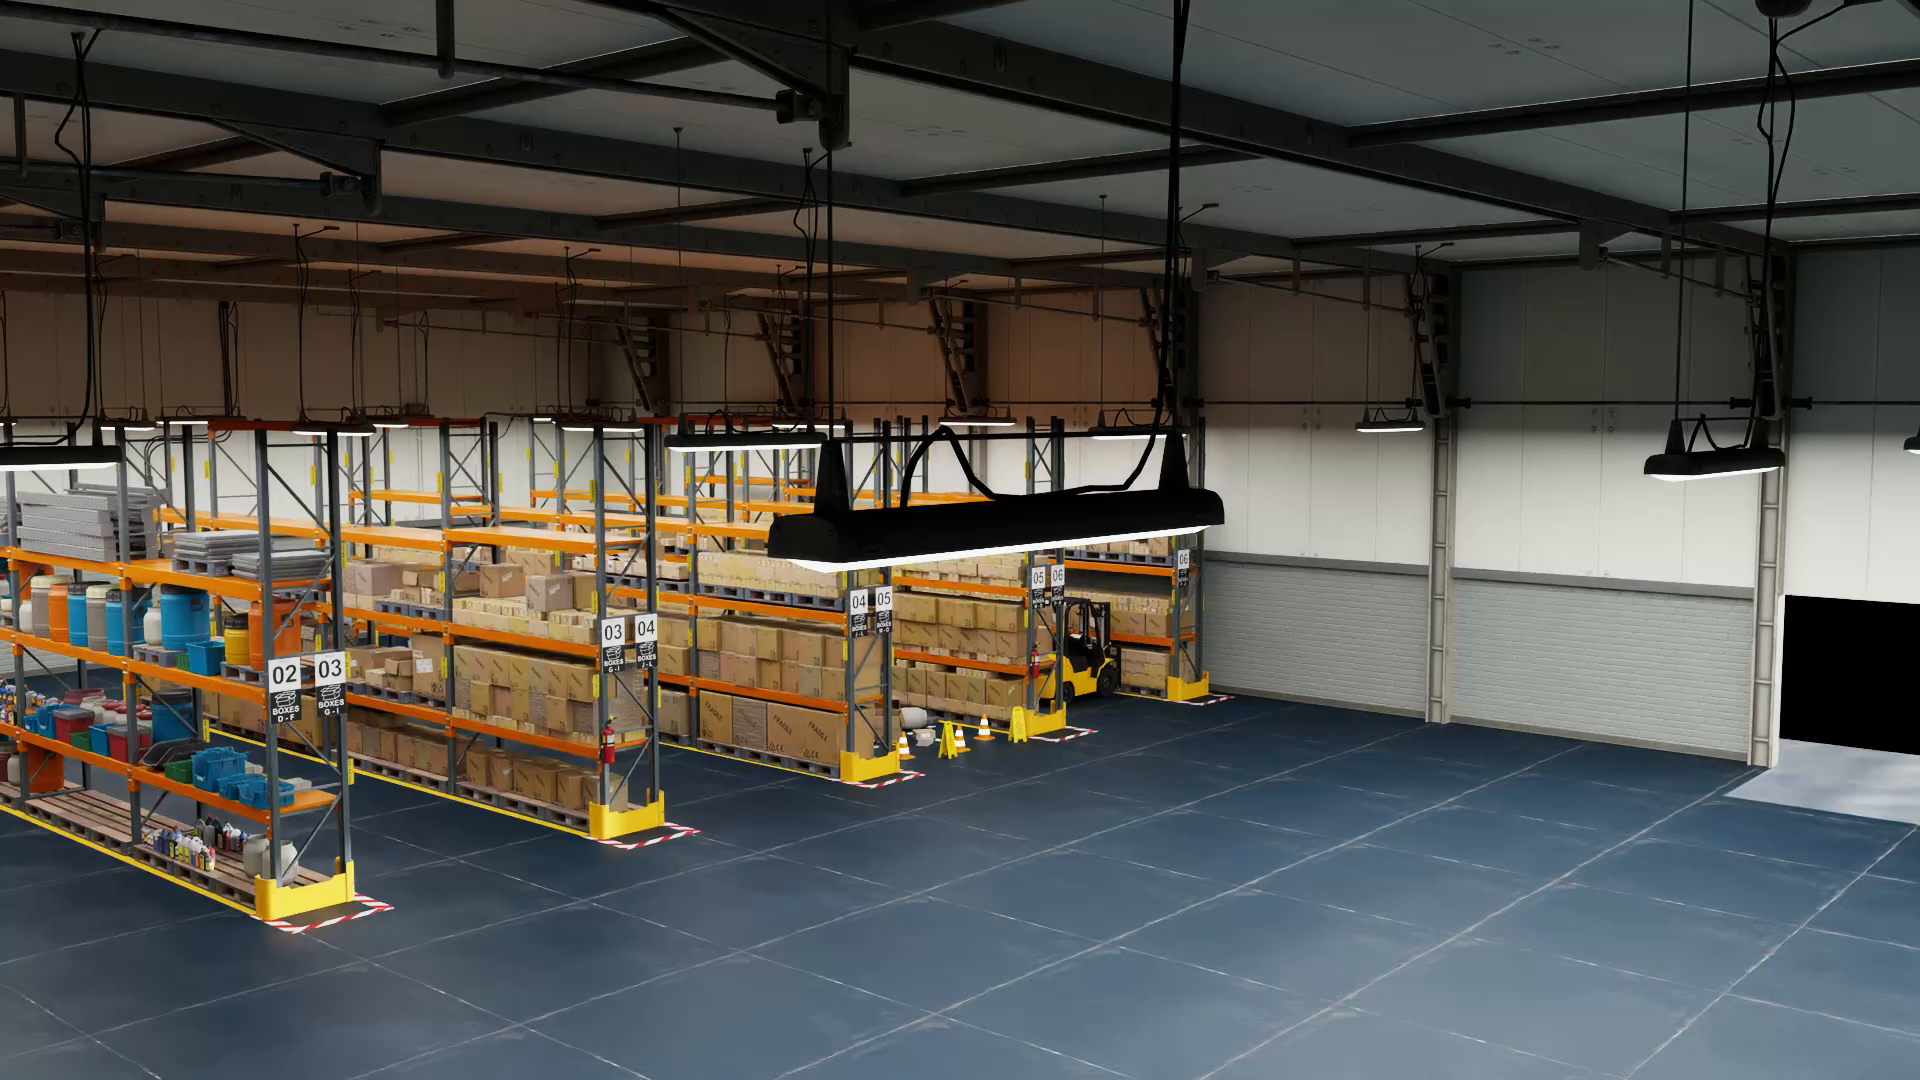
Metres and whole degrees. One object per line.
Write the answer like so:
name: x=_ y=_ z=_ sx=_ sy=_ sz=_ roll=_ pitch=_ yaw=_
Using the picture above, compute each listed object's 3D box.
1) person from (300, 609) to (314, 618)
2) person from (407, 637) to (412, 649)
person: x=-15.047 y=2.257 z=38.342 sx=0.441 sy=1.790 sz=0.599 roll=3 pitch=6 yaw=33
person: x=-13.981 y=1.899 z=42.870 sx=0.619 sy=1.819 sz=0.430 roll=-3 pitch=6 yaw=-31
